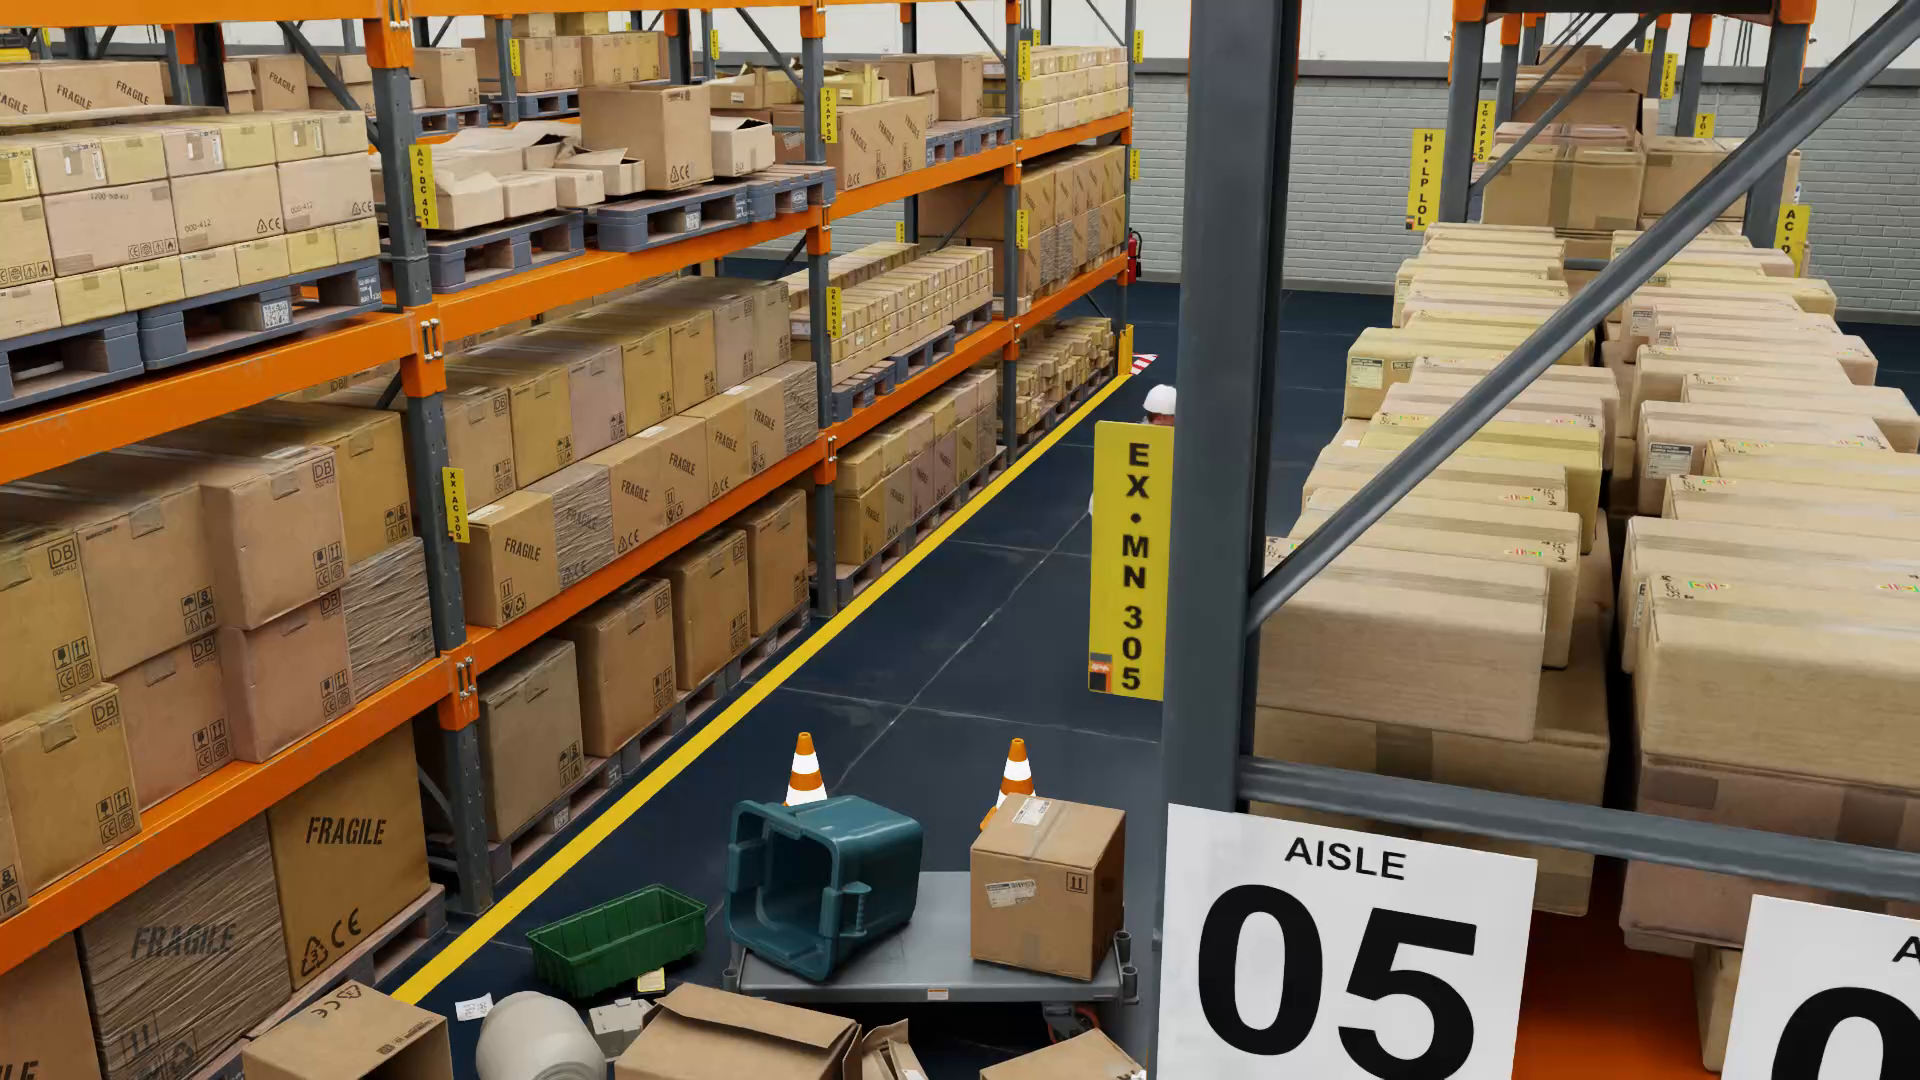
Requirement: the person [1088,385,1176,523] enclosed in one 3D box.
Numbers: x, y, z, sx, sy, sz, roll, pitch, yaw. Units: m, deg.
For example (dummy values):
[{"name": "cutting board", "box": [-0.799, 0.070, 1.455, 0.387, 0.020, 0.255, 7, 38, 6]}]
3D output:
[{"name": "person", "box": [1.130, -0.146, 10.541, 0.604, 1.724, 0.480, 6, 19, 17]}]
